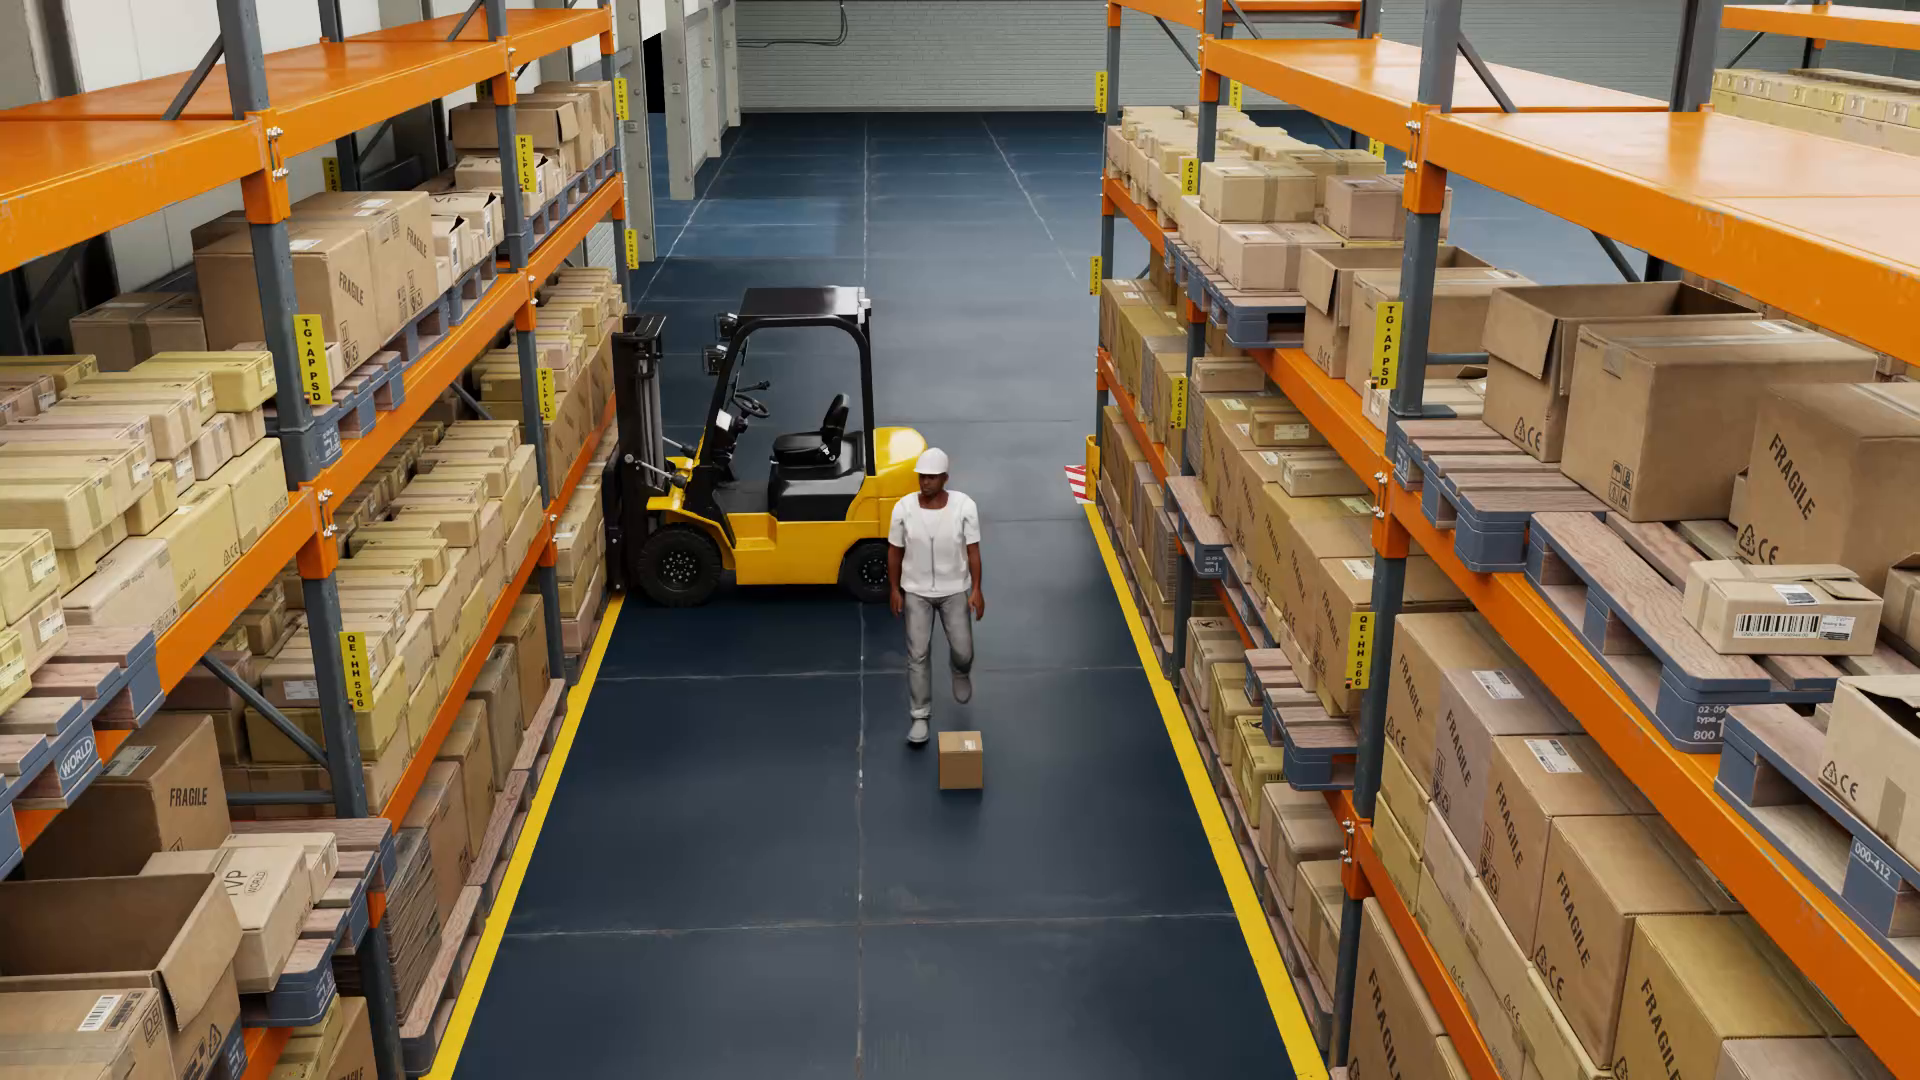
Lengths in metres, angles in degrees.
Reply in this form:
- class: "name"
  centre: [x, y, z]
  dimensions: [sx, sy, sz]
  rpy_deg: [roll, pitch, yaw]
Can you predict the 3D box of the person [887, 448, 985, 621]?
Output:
- class: "person"
  centre: [-0.147, -0.020, 10.065]
  dimensions: [0.600, 1.082, 0.355]
  rpy_deg: [1, 20, 3]
